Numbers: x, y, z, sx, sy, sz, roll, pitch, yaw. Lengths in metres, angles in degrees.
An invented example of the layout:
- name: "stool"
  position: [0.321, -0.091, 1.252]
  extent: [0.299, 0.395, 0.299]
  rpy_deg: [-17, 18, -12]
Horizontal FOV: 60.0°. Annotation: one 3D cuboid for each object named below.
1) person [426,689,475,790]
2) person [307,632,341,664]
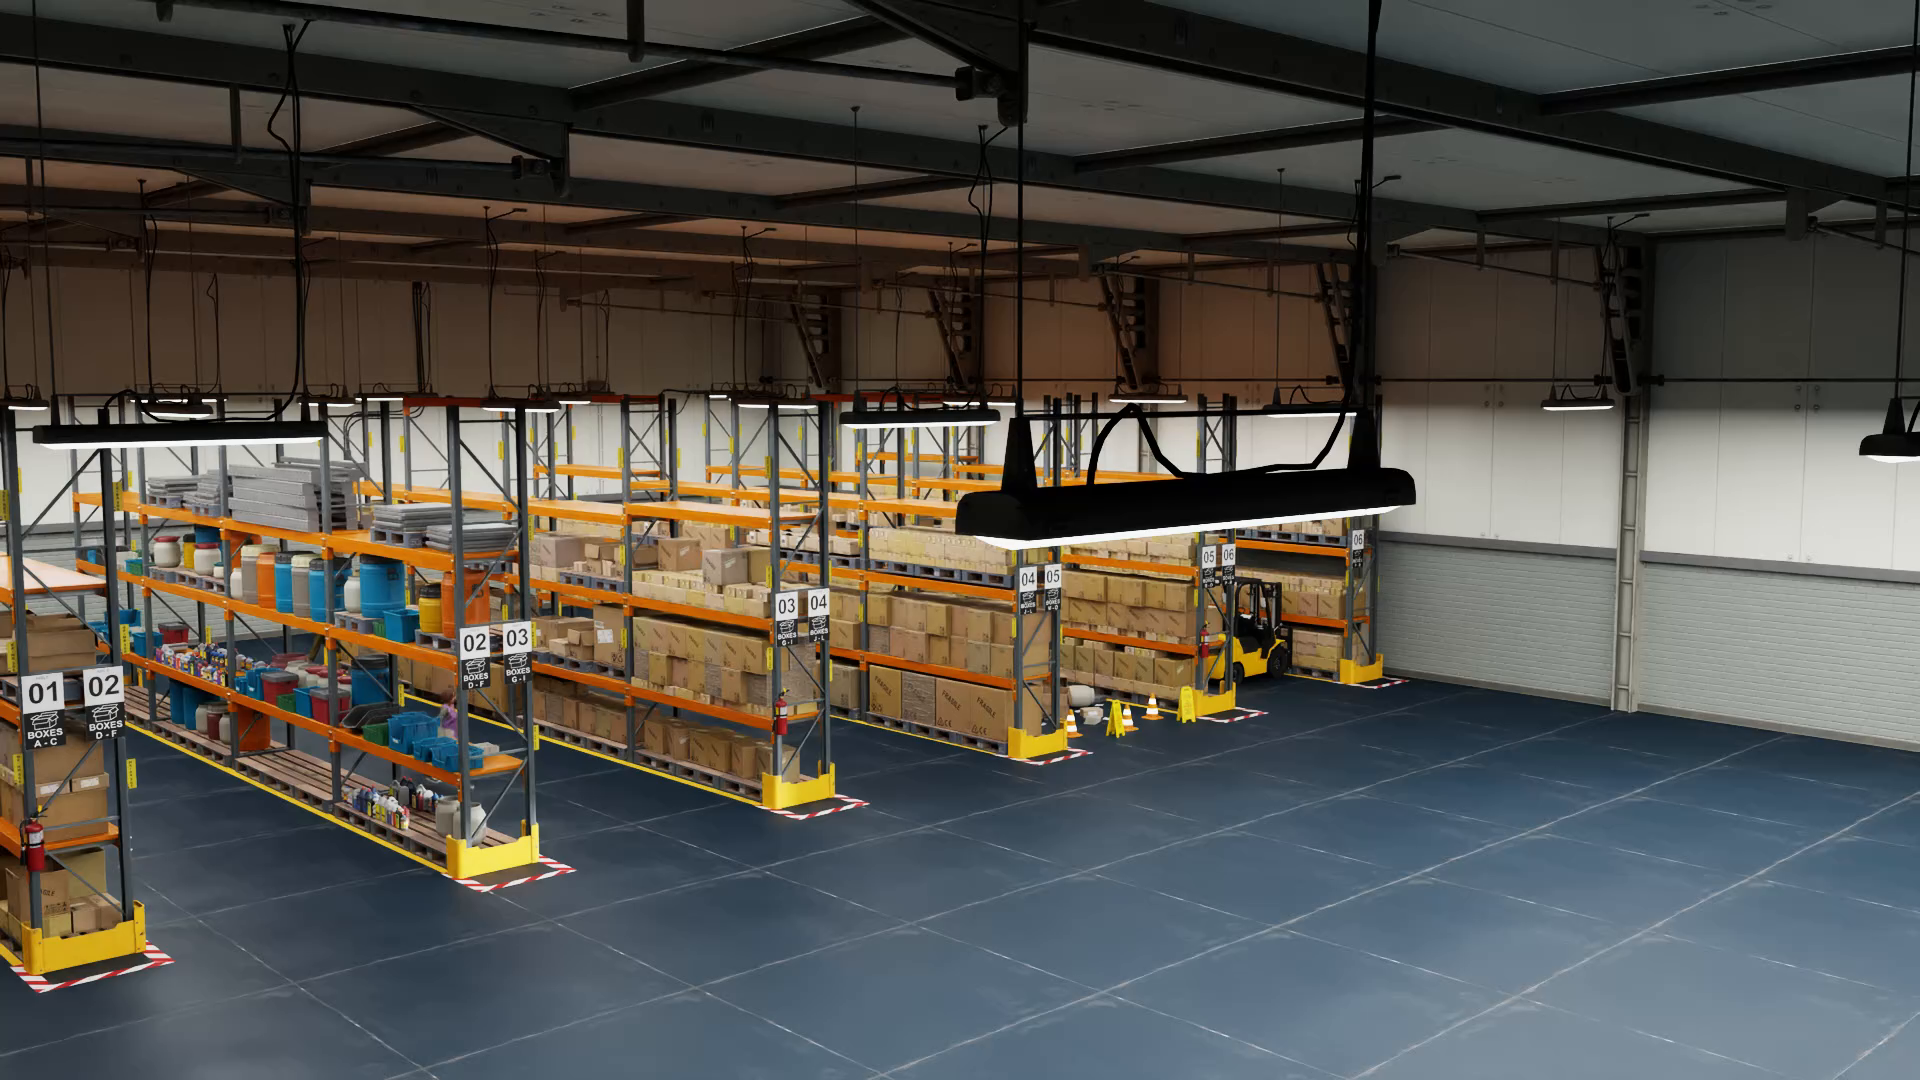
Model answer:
- name: "person"
  position: [-7.890, 3.066, 25.712]
  extent: [0.988, 1.519, 0.516]
  rpy_deg: [2, 6, 20]
- name: "person"
  position: [-14.253, 1.902, 37.054]
  extent: [0.563, 1.701, 1.213]
  rpy_deg: [3, 6, 31]
